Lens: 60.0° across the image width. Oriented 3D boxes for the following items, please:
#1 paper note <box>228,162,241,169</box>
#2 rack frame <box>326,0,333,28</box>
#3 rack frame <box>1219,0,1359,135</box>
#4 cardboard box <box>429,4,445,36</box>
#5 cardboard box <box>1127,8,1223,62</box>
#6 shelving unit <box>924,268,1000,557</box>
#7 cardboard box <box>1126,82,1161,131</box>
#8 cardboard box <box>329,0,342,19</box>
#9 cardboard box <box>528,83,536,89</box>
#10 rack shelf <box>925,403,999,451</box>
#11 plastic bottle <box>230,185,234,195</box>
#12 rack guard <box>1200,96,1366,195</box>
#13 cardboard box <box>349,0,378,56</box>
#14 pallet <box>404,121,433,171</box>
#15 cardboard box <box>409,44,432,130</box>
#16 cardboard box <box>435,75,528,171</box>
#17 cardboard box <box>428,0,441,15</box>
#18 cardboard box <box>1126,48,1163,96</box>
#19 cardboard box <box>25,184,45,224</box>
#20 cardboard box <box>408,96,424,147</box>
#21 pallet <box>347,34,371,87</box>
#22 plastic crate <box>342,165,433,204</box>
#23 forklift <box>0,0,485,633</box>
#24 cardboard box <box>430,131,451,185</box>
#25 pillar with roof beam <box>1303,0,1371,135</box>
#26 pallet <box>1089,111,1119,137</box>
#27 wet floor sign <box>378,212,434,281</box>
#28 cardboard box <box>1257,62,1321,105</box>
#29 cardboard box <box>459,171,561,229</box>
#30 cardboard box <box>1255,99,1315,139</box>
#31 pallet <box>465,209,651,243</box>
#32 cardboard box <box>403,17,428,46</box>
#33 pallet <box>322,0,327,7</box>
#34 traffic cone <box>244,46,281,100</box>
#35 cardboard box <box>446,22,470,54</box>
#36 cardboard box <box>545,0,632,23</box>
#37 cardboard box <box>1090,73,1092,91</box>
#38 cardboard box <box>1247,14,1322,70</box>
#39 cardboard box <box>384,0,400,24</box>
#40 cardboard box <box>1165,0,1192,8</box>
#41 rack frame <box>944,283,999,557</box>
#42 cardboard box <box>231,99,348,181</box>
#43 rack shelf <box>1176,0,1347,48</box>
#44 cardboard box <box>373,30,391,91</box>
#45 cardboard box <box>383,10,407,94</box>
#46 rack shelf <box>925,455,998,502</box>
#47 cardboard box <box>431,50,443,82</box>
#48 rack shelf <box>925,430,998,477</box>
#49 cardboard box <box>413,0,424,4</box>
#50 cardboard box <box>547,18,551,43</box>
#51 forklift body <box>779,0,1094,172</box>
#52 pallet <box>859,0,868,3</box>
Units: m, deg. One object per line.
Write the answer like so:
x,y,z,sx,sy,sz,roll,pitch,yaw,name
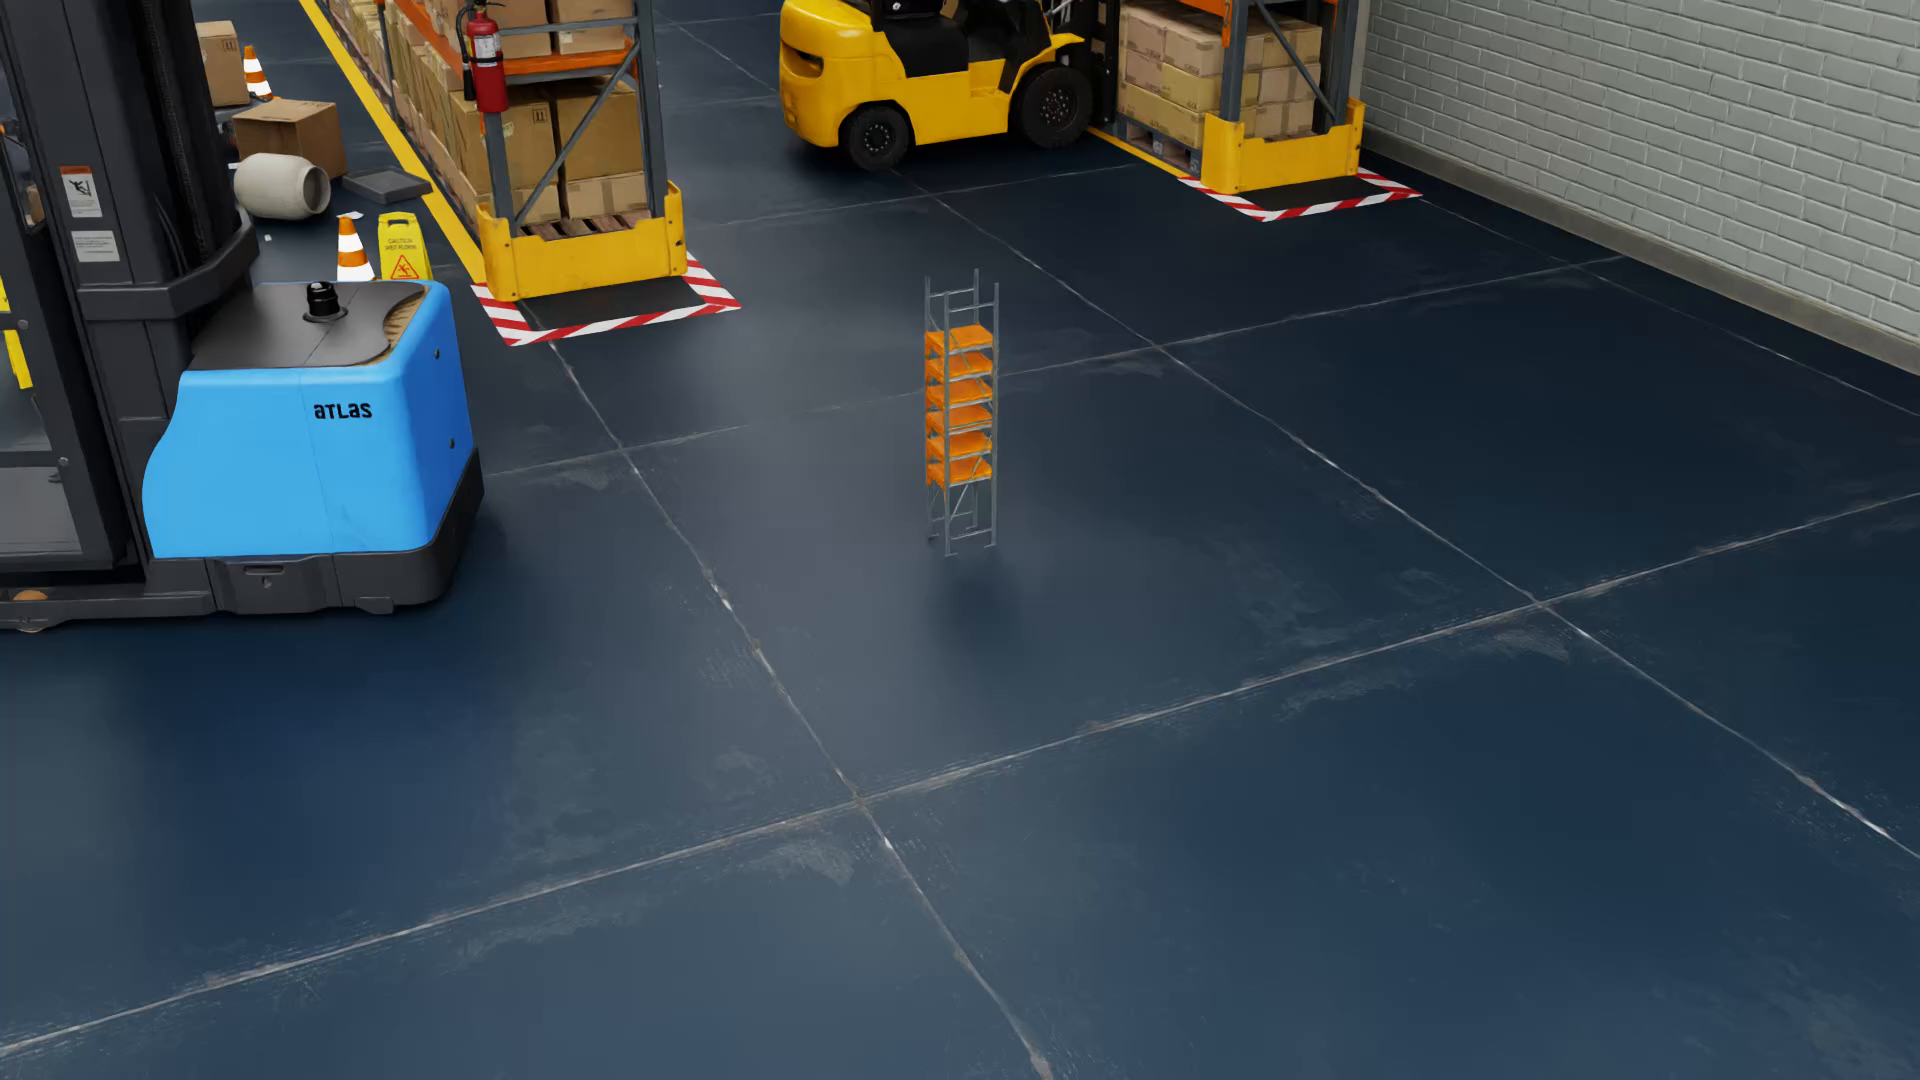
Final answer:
-5.244,-2.736,12.097,0.148,0.019,0.142,-13,32,-22,paper note
-5.648,-6.390,15.579,1.000,3.000,0.127,-13,32,-22,rack frame
2.268,-3.900,11.138,1.000,3.000,0.127,-13,32,-22,rack frame
-3.005,-3.181,10.112,0.380,0.149,0.250,-13,32,-21,cardboard box
1.564,-3.682,12.109,0.500,0.250,0.500,-12,32,-21,cardboard box
0.006,-0.517,6.945,0.258,1.200,0.189,-13,32,-22,shelving unit
1.576,-3.247,12.355,0.500,0.250,0.500,-13,32,-22,cardboard box
-5.415,-5.175,15.670,0.950,0.372,0.625,-15,33,-25,cardboard box
-2.549,-2.822,10.831,0.500,0.500,0.500,-14,32,-24,cardboard box
0.006,-0.478,6.967,0.258,0.103,0.180,-13,32,-22,rack shelf
-5.071,-2.378,11.427,0.133,0.061,0.283,-8,30,-13,plastic bottle
2.278,-2.799,11.731,1.175,0.500,0.348,-13,32,-22,rack guard
-4.770,-4.515,14.492,0.950,0.372,0.625,-12,31,-20,cardboard box
-3.611,-3.118,12.594,1.003,0.211,1.213,-13,32,-22,pallet
-3.460,-3.153,11.422,0.500,0.500,0.500,-11,31,-19,cardboard box
-3.020,-2.696,10.606,0.500,0.500,0.500,-12,31,-20,cardboard box
-2.906,-3.434,9.900,0.500,0.500,0.500,-13,32,-22,cardboard box
1.571,-3.475,12.251,0.500,0.250,0.500,-13,32,-22,cardboard box
-5.254,-2.012,10.323,0.637,0.503,0.797,13,32,21,cardboard box
-3.682,-3.056,12.015,0.500,0.250,0.500,-11,31,-19,cardboard box
-4.794,-4.290,14.685,1.003,0.211,1.213,-13,32,-22,pallet
-3.998,-2.484,11.598,0.583,0.080,0.402,26,38,38,plastic crate
-3.624,-1.172,6.344,3.031,2.935,1.130,-2,29,-3,forklift
-3.249,-2.601,11.204,0.500,0.250,0.500,-14,32,-24,cardboard box
-1.105,-6.110,8.945,9.100,9.000,0.400,-13,32,-22,pillar with roof beam
1.382,-3.551,13.367,1.003,0.211,1.213,-13,32,-22,pallet
-3.099,-1.521,9.302,0.267,0.644,0.232,-3,29,-5,wet floor sign
2.253,-3.353,12.034,0.500,0.250,0.500,-12,32,-21,cardboard box
-2.814,-2.151,10.401,0.500,0.250,0.500,-13,32,-22,cardboard box
2.233,-3.142,12.168,0.500,0.250,0.500,-13,32,-22,cardboard box
-2.563,-2.040,10.672,1.003,0.211,1.213,-13,32,-22,pallet
-3.582,-3.487,11.353,0.380,0.149,0.250,-11,31,-19,cardboard box
-5.919,-5.538,16.910,1.003,0.211,1.213,-13,32,-22,pallet
-5.728,-3.770,13.501,0.336,0.463,0.334,-13,32,-22,traffic cone
-2.777,-2.955,9.711,0.380,0.149,0.250,-13,32,-23,cardboard box
-2.167,-3.297,9.656,0.500,0.500,0.500,-14,32,-23,cardboard box
1.126,-3.694,13.153,0.500,0.250,0.500,-12,31,-20,cardboard box
2.232,-3.572,11.913,0.500,0.250,0.500,-14,32,-23,cardboard box
-3.922,-3.832,11.969,0.380,0.149,0.250,-13,32,-21,cardboard box
1.809,-4.015,12.703,0.500,0.250,0.500,-13,32,-22,cardboard box
0.046,-0.477,6.873,0.240,1.200,0.006,-13,32,-22,rack frame
-4.700,-2.775,11.685,0.500,0.500,0.500,7,30,13,cardboard box
1.409,-4.470,12.890,1.077,0.370,4.000,-13,32,-22,rack shelf
-4.158,-3.891,13.380,0.950,0.372,0.625,-13,32,-21,cardboard box
-3.922,-3.617,12.248,0.500,0.500,0.500,-12,31,-20,cardboard box
0.006,-0.269,7.084,0.258,0.103,0.180,-13,32,-22,rack shelf
-3.117,-3.009,10.501,0.380,0.149,0.250,-13,32,-21,cardboard box
0.006,-0.374,7.026,0.258,0.103,0.180,-13,32,-22,rack shelf
-3.411,-3.635,10.922,0.380,0.149,0.250,-13,32,-22,cardboard box
-2.294,-3.049,9.877,0.380,0.149,0.250,-13,32,-21,cardboard box
-0.194,-3.984,12.156,2.313,2.155,1.214,-13,32,-22,forklift body
-0.329,-5.308,16.499,1.003,0.211,1.213,-13,32,-22,pallet
